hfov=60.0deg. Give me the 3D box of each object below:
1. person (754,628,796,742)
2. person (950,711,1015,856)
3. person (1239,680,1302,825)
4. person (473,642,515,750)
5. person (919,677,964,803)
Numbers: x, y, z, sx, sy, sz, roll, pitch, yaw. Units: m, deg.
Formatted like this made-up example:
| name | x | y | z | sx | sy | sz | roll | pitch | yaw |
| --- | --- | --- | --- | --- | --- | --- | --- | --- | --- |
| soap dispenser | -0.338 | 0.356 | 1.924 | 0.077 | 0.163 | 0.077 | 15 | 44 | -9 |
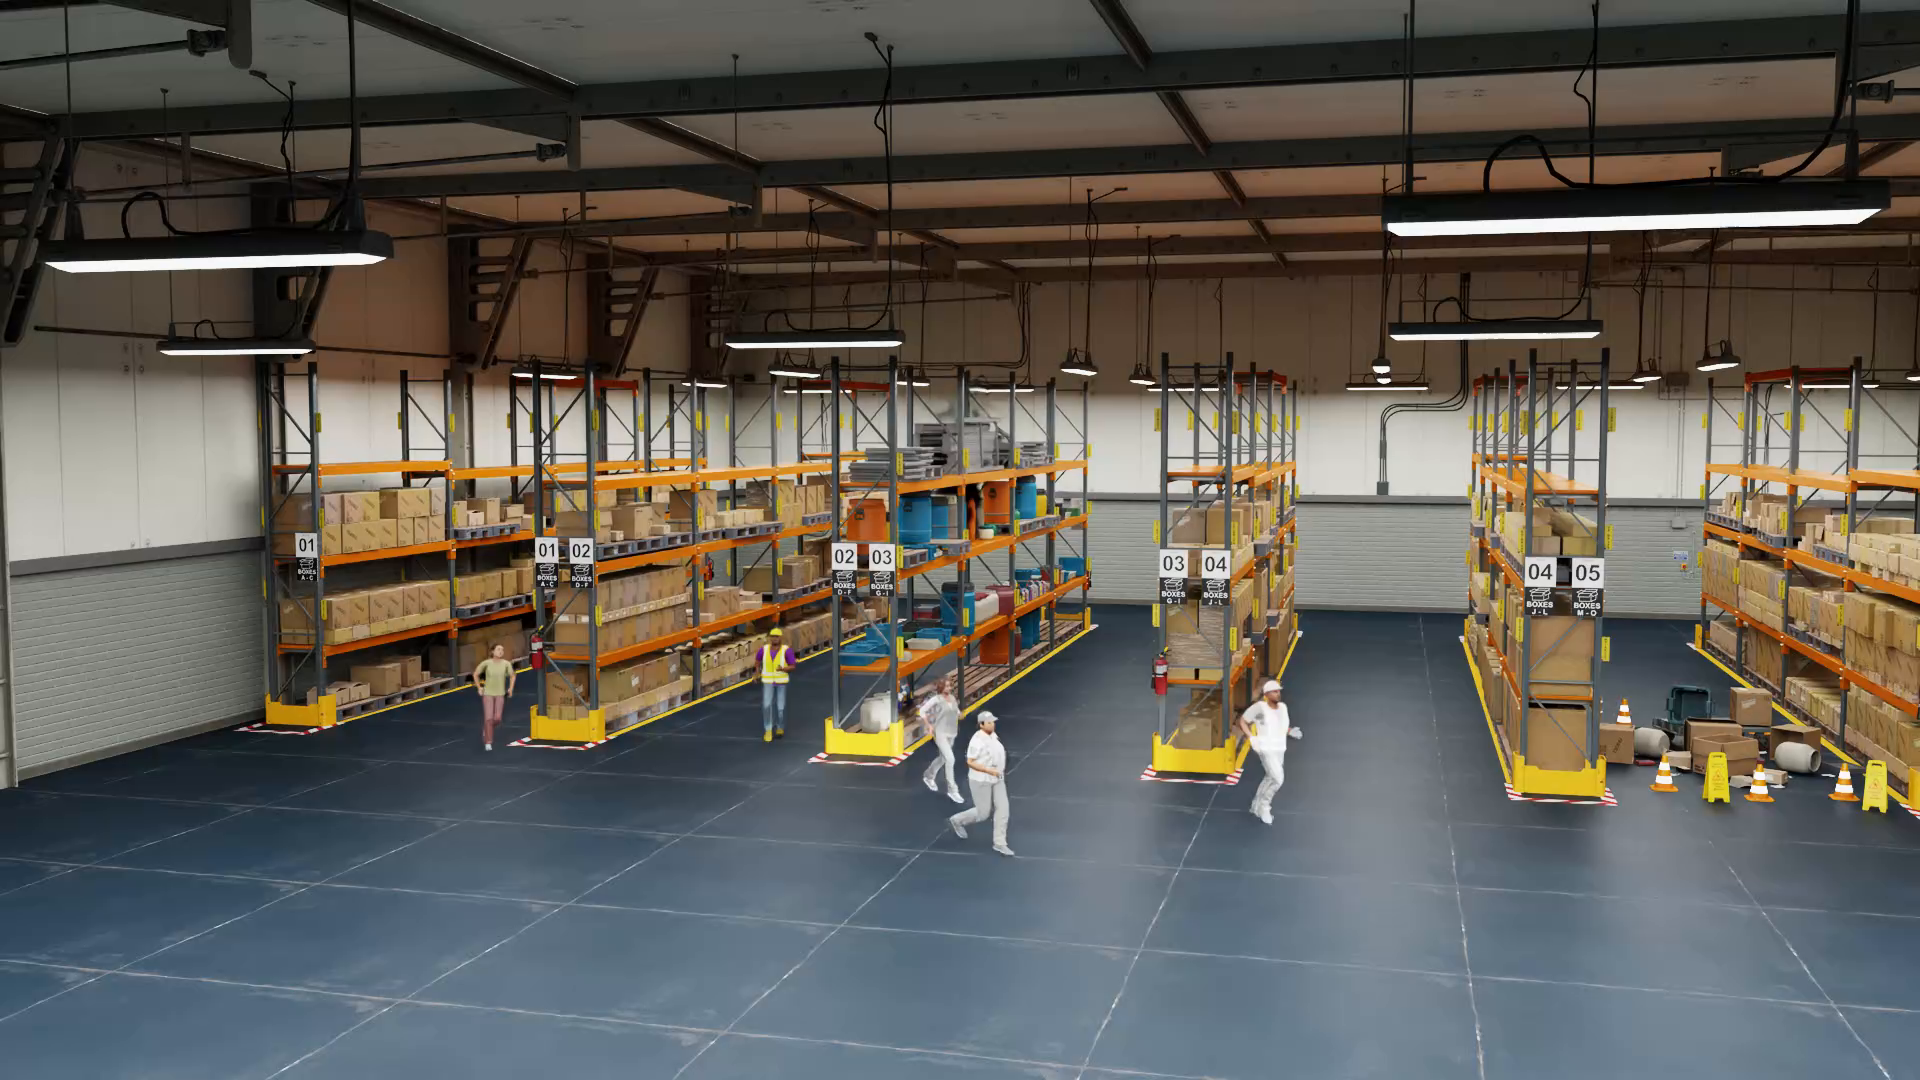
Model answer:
| name | x | y | z | sx | sy | sz | roll | pitch | yaw |
| --- | --- | --- | --- | --- | --- | --- | --- | --- | --- |
| person | -2.920 | 2.282 | 26.209 | 0.670 | 1.801 | 0.728 | 0 | 4 | -1 |
| person | 0.283 | 2.826 | 19.452 | 0.841 | 1.667 | 0.607 | 3 | 5 | 37 |
| person | 3.914 | 2.658 | 20.822 | 0.651 | 1.794 | 0.715 | -3 | 5 | -38 |
| person | -7.192 | 2.392 | 25.695 | 0.634 | 1.631 | 0.555 | -2 | 4 | -26 |
| person | -0.223 | 2.637 | 22.124 | 0.821 | 1.605 | 0.523 | 4 | 5 | 41 |
